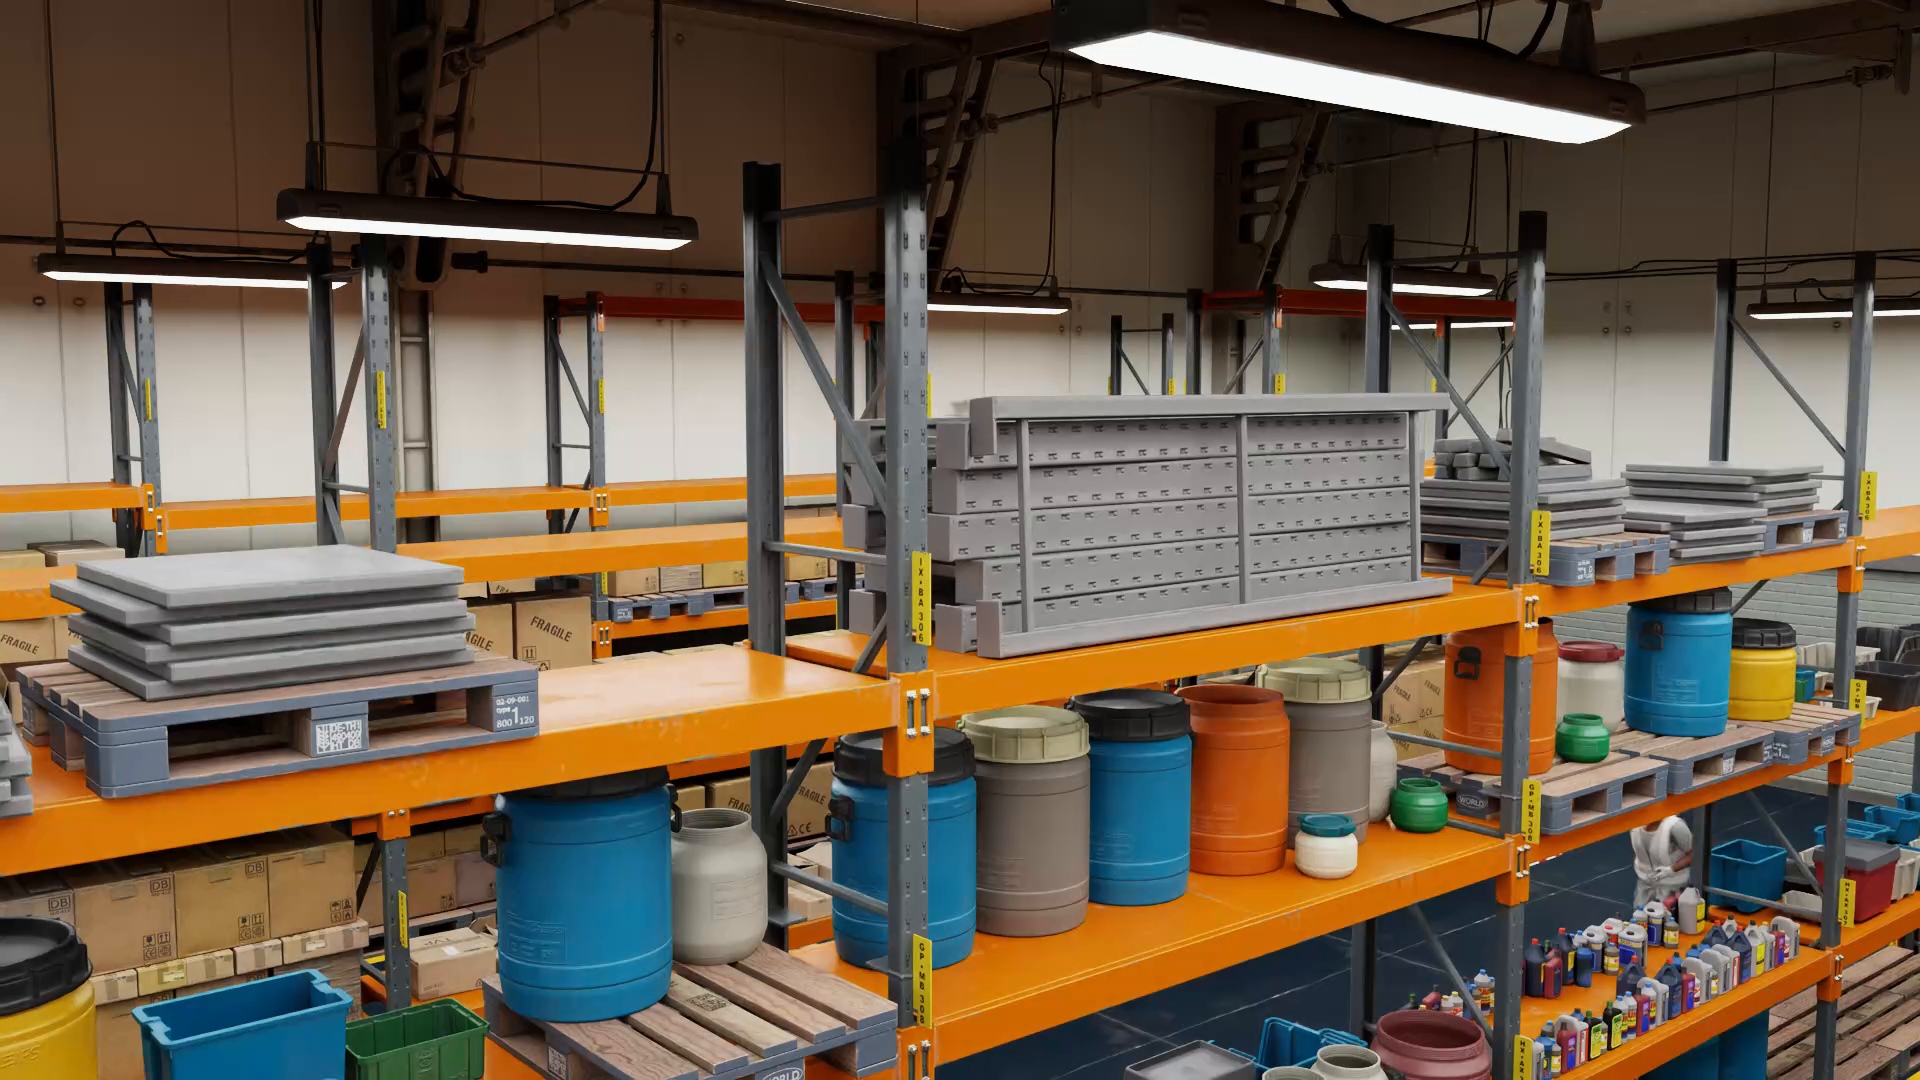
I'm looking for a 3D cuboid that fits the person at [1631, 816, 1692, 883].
[{"bbox_3d":[6.103,2.967,14.421,0.777,1.676,0.671,-5,7,-40],"label":"person"}]
